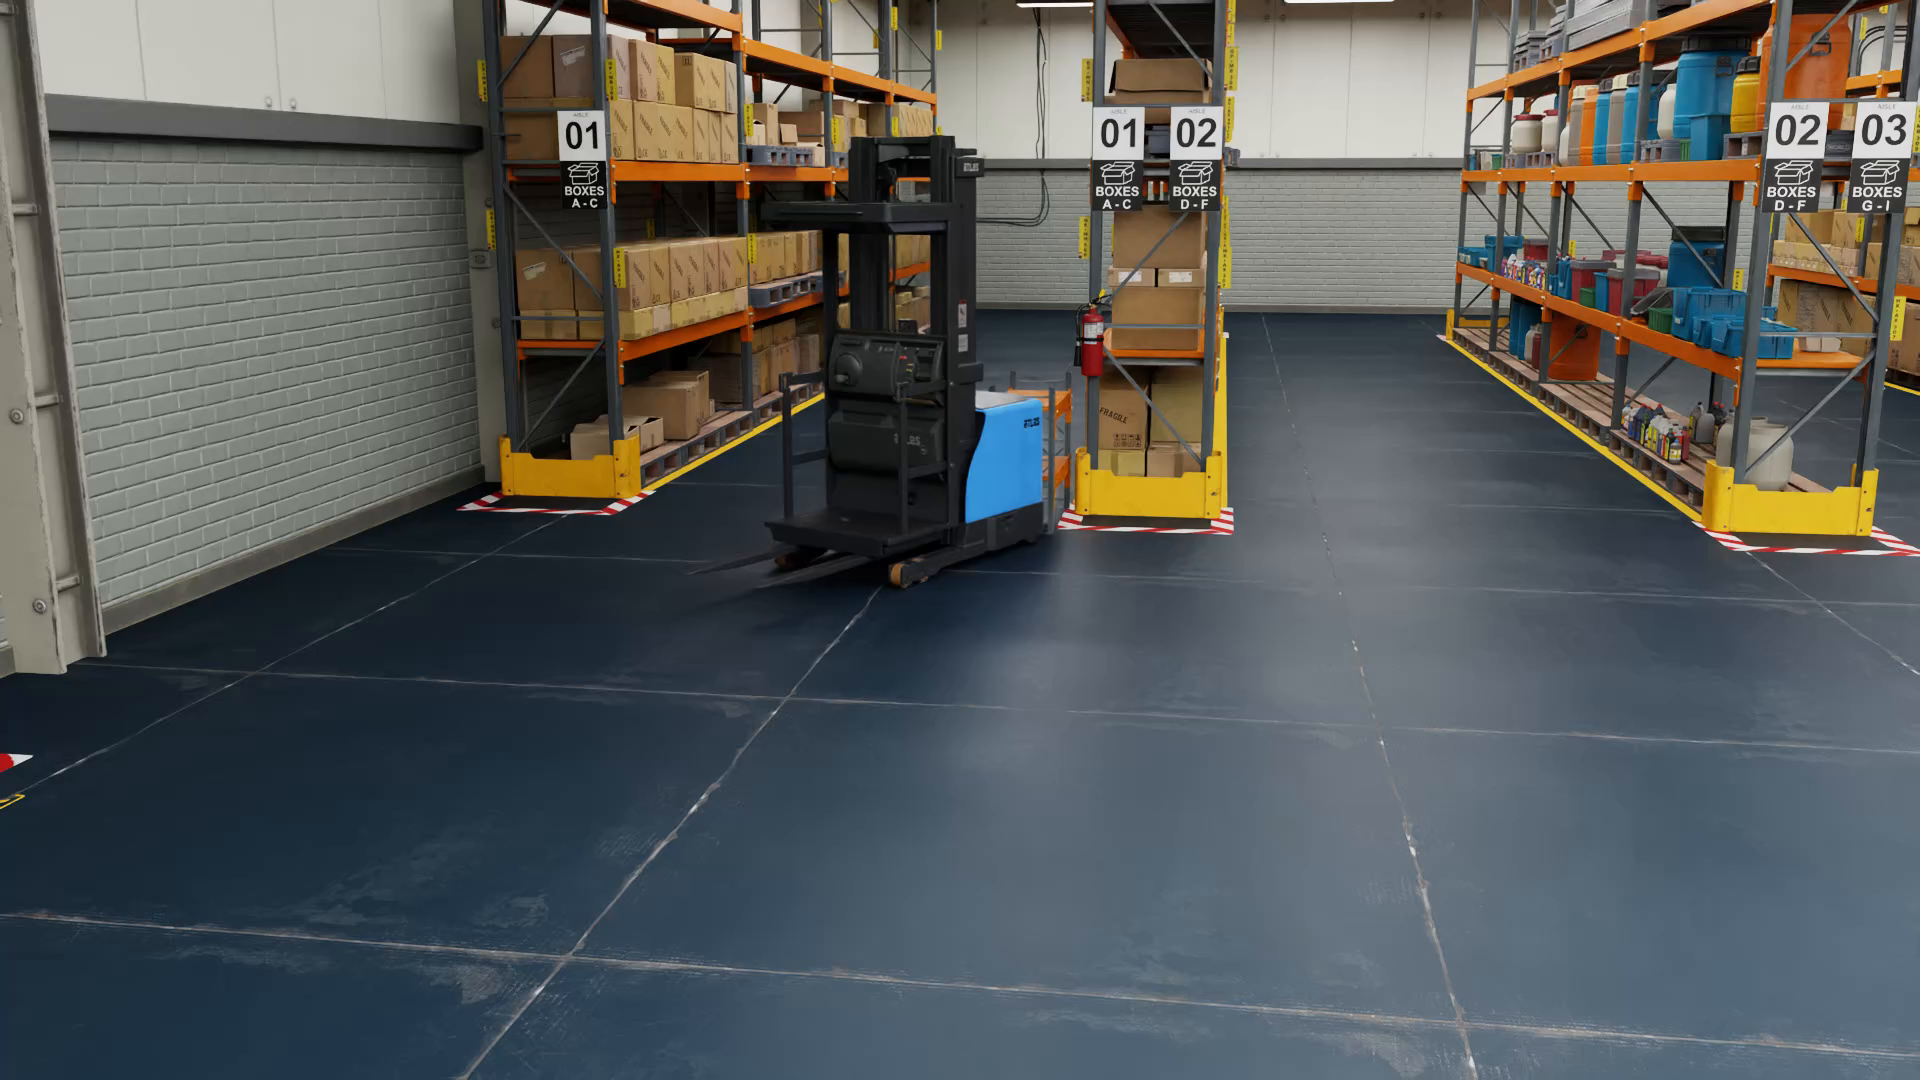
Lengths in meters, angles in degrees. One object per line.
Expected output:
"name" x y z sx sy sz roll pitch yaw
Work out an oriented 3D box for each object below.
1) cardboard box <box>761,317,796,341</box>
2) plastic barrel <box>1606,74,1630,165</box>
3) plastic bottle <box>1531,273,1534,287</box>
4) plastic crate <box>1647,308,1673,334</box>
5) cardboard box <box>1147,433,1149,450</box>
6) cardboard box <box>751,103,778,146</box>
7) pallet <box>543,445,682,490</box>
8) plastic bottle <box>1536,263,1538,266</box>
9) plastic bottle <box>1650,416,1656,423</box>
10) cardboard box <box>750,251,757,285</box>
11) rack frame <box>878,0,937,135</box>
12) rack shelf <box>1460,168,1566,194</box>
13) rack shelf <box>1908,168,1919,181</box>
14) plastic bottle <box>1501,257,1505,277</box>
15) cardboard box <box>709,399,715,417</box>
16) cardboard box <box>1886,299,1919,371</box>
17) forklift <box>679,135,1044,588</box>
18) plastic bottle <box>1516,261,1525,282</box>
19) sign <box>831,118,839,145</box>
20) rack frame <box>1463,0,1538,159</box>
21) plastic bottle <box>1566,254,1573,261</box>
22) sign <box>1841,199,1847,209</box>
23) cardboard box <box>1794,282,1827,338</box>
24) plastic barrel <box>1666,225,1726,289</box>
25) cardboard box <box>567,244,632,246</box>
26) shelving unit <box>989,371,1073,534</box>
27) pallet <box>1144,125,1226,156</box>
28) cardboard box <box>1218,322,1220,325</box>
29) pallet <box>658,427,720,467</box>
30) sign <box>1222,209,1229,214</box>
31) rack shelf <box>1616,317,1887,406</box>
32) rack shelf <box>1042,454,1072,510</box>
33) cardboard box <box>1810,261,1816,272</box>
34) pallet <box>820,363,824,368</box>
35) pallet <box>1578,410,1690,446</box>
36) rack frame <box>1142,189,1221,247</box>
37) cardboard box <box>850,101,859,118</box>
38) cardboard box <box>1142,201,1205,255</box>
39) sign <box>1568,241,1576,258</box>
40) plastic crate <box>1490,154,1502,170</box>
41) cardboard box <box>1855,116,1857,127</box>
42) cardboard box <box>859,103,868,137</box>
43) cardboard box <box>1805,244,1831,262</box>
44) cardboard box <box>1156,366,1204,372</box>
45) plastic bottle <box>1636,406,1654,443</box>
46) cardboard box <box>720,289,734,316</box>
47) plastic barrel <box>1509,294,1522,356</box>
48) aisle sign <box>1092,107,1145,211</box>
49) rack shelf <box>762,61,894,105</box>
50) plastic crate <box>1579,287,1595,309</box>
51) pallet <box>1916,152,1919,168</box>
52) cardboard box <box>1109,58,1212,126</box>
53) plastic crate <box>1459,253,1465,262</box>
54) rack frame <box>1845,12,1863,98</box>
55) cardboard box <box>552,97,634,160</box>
"cardboard box" -2.344 -2.611 20.596 0.500 0.250 0.500 2 12 10
"plastic barrel" 7.003 -4.326 17.136 0.600 0.901 0.600 0 12 0
"plastic bottle" 7.440 -3.372 21.491 0.097 0.201 0.097 0 12 0
"plastic crate" 6.551 -1.988 15.103 0.450 0.188 0.662 2 12 9
"cardboard box" 1.385 -0.781 14.527 0.500 0.250 0.500 2 12 9
"cardboard box" -2.398 -4.775 19.176 0.500 0.500 0.500 1 12 7
"pallet" -3.194 -0.674 15.122 1.003 0.211 1.213 2 12 9
"plastic bottle" 7.711 -3.574 22.265 0.097 0.271 0.097 0 12 0
"plastic bottle" 6.490 -1.021 15.543 0.097 0.271 0.097 0 12 0
"cardboard box" -2.639 -3.055 18.269 0.700 0.500 0.500 2 12 9
"rack frame" -0.905 -8.117 28.798 1.000 3.000 0.127 2 12 9
"rack shelf" 8.576 -5.562 25.769 1.077 0.370 4.000 2 12 9
"rack shelf" 12.855 -4.569 21.160 1.077 0.370 4.000 2 12 9
"plastic bottle" 7.791 -3.911 23.799 0.061 0.283 0.133 2 12 9
"cardboard box" -2.803 -1.404 17.570 0.380 0.166 0.250 0 12 1
"cardboard box" 12.948 -2.717 22.028 1.225 0.875 0.875 1 12 7
"forklift" -0.631 -1.229 11.238 1.130 2.935 3.031 8 15 34
"plastic bottle" 7.643 -3.645 22.582 0.152 0.276 0.135 2 12 9
"sign" -1.600 -5.220 21.249 0.100 0.325 0.005 2 12 9
"rack frame" 8.884 -7.796 27.309 1.000 3.000 0.127 2 12 9
"plastic bottle" 8.422 -3.766 22.967 0.144 0.351 0.185 2 12 9
"sign" 14.312 -5.364 26.954 0.100 0.325 0.005 2 12 9
"cardboard box" 13.619 -3.544 25.866 0.875 0.875 0.875 2 12 9
"plastic barrel" 7.397 -2.681 16.624 0.600 0.901 0.708 2 12 9
"cardboard box" -3.341 -2.474 15.382 0.500 0.500 0.500 2 12 7
"shelving unit" 0.563 -0.715 13.139 0.538 1.125 1.048 2 12 10
"pallet" 1.664 -3.264 13.607 1.003 0.211 1.213 2 12 9
"cardboard box" 3.344 -2.760 23.070 0.500 0.500 0.500 1 12 7
"pallet" -3.004 -0.928 16.297 1.003 0.211 1.213 2 12 9
"sign" 3.924 -4.741 24.623 0.100 0.325 0.005 2 12 9
"rack shelf" 6.731 -1.597 14.494 1.077 0.370 4.000 2 12 9
"rack shelf" 0.563 -0.476 13.190 0.538 0.278 1.000 2 12 10
"cardboard box" 13.123 -4.142 25.190 0.380 0.149 0.250 2 12 10
"pallet" -1.940 -2.318 22.747 1.003 0.211 1.213 2 12 9
"pallet" 7.121 -1.167 17.408 1.003 0.211 1.213 2 12 9
"rack frame" 2.760 -3.359 20.962 1.000 3.000 0.127 2 12 9
"cardboard box" -1.785 -6.270 24.284 0.500 0.250 0.500 3 12 13
"cardboard box" 1.928 -2.908 15.549 0.700 0.500 0.500 2 12 9
"sign" 8.812 -4.148 23.963 0.100 0.325 0.005 2 12 9
"plastic crate" 8.093 -5.615 24.706 0.416 0.233 0.300 2 12 9
"cardboard box" 13.224 -5.805 23.716 0.700 0.500 0.500 1 12 5
"cardboard box" -1.644 -6.519 25.842 0.500 0.500 0.500 2 12 8
"cardboard box" 13.208 -4.362 25.265 0.500 0.250 0.500 2 12 8
"cardboard box" 2.065 -1.338 15.334 0.500 0.500 0.500 2 12 9
"plastic bottle" 6.475 -1.092 15.683 0.144 0.351 0.185 1 12 6
"cardboard box" -2.609 -2.411 16.870 0.500 0.250 0.500 2 12 9
"plastic barrel" 8.168 -3.098 23.731 0.600 0.901 0.708 2 12 9
"aisle sign" 1.229 -2.961 12.941 0.394 0.787 0.004 2 12 9
"rack shelf" -1.828 -6.321 23.121 1.077 0.370 4.000 2 12 9
"plastic crate" 7.027 -2.634 18.097 0.450 0.188 0.662 2 12 9
"pallet" 12.763 -4.780 20.883 1.003 0.211 1.213 2 12 11
"cardboard box" 1.622 -3.604 13.403 0.797 0.503 0.637 3 12 13
"plastic crate" 8.390 -4.659 27.476 0.250 0.136 0.298 2 12 9
"rack frame" 13.778 -7.636 26.564 1.000 3.000 0.127 2 12 9
"cardboard box" -3.068 -3.440 13.932 0.500 0.500 0.500 2 12 10
